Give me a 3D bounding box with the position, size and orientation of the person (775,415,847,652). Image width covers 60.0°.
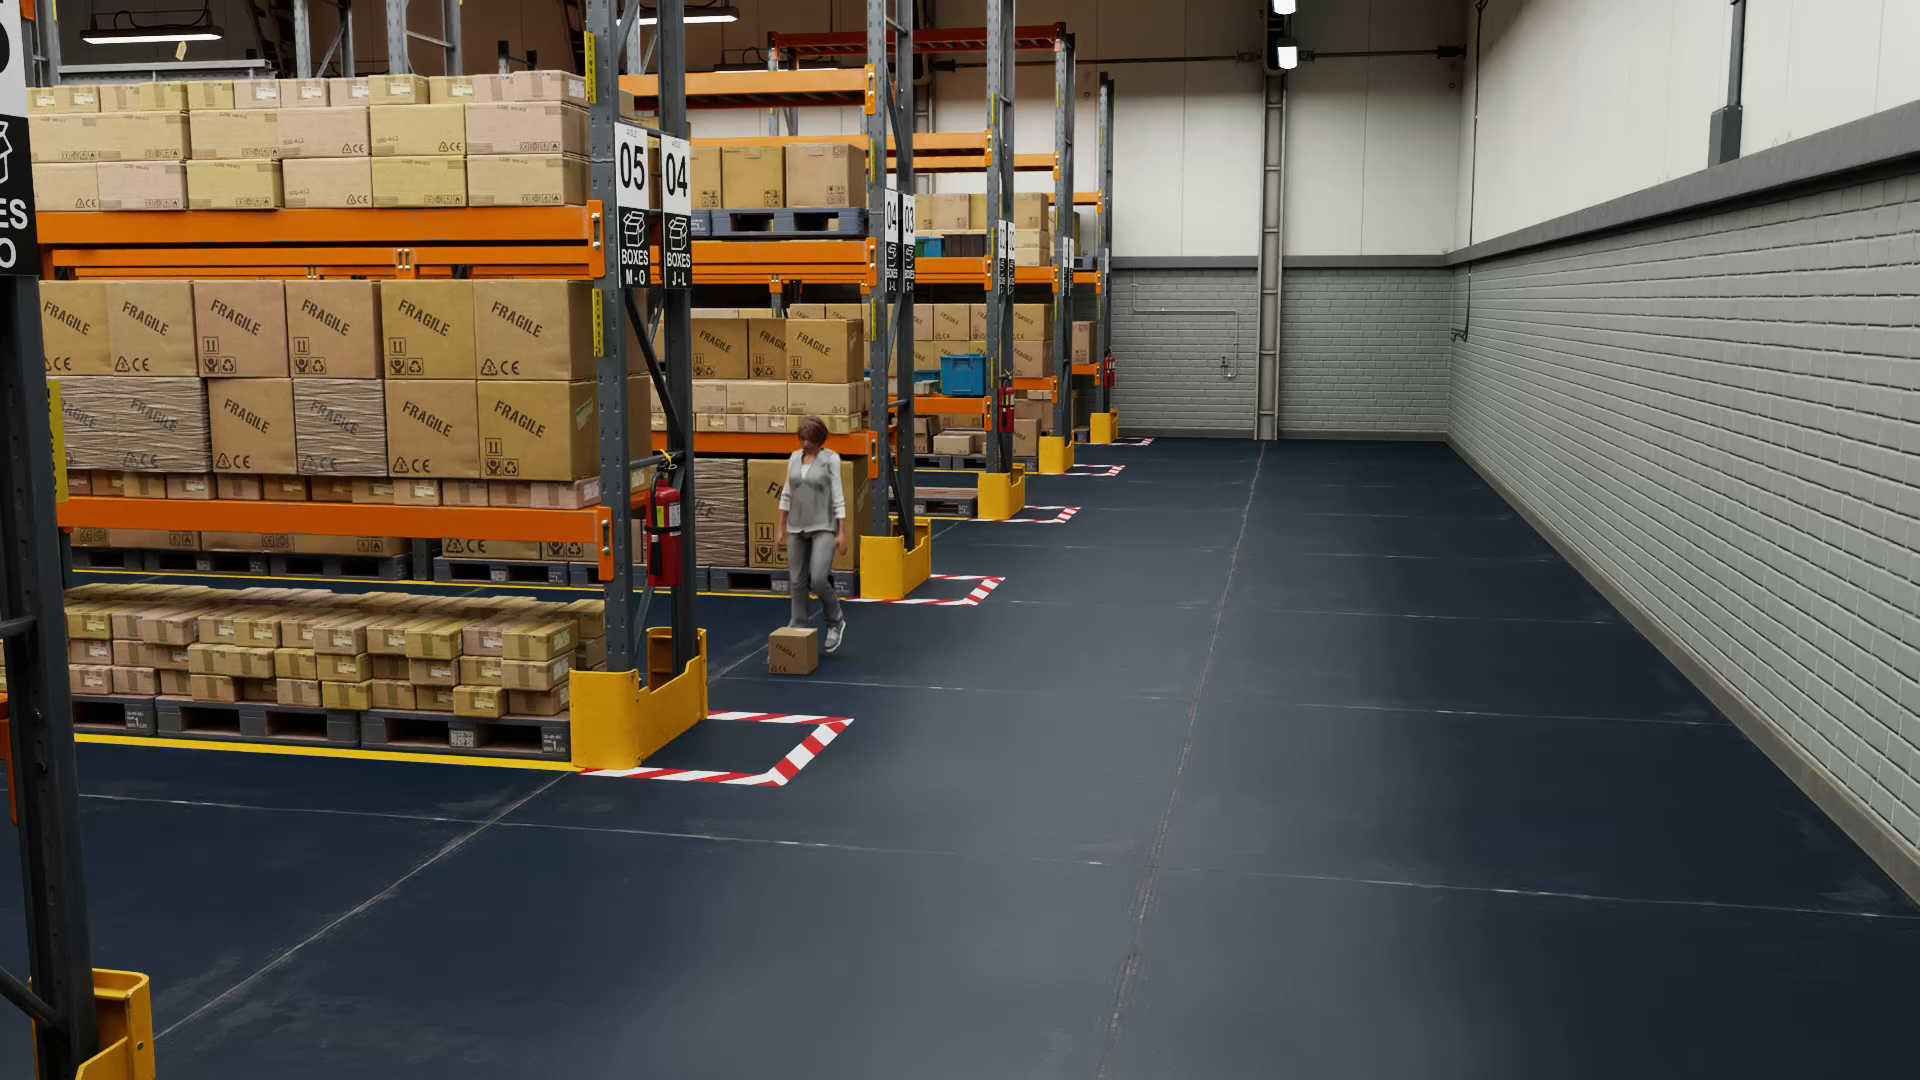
[{"bbox_3d":[-0.996,-0.020,10.996,0.507,1.581,0.434,4,9,24],"label":"person"}]
